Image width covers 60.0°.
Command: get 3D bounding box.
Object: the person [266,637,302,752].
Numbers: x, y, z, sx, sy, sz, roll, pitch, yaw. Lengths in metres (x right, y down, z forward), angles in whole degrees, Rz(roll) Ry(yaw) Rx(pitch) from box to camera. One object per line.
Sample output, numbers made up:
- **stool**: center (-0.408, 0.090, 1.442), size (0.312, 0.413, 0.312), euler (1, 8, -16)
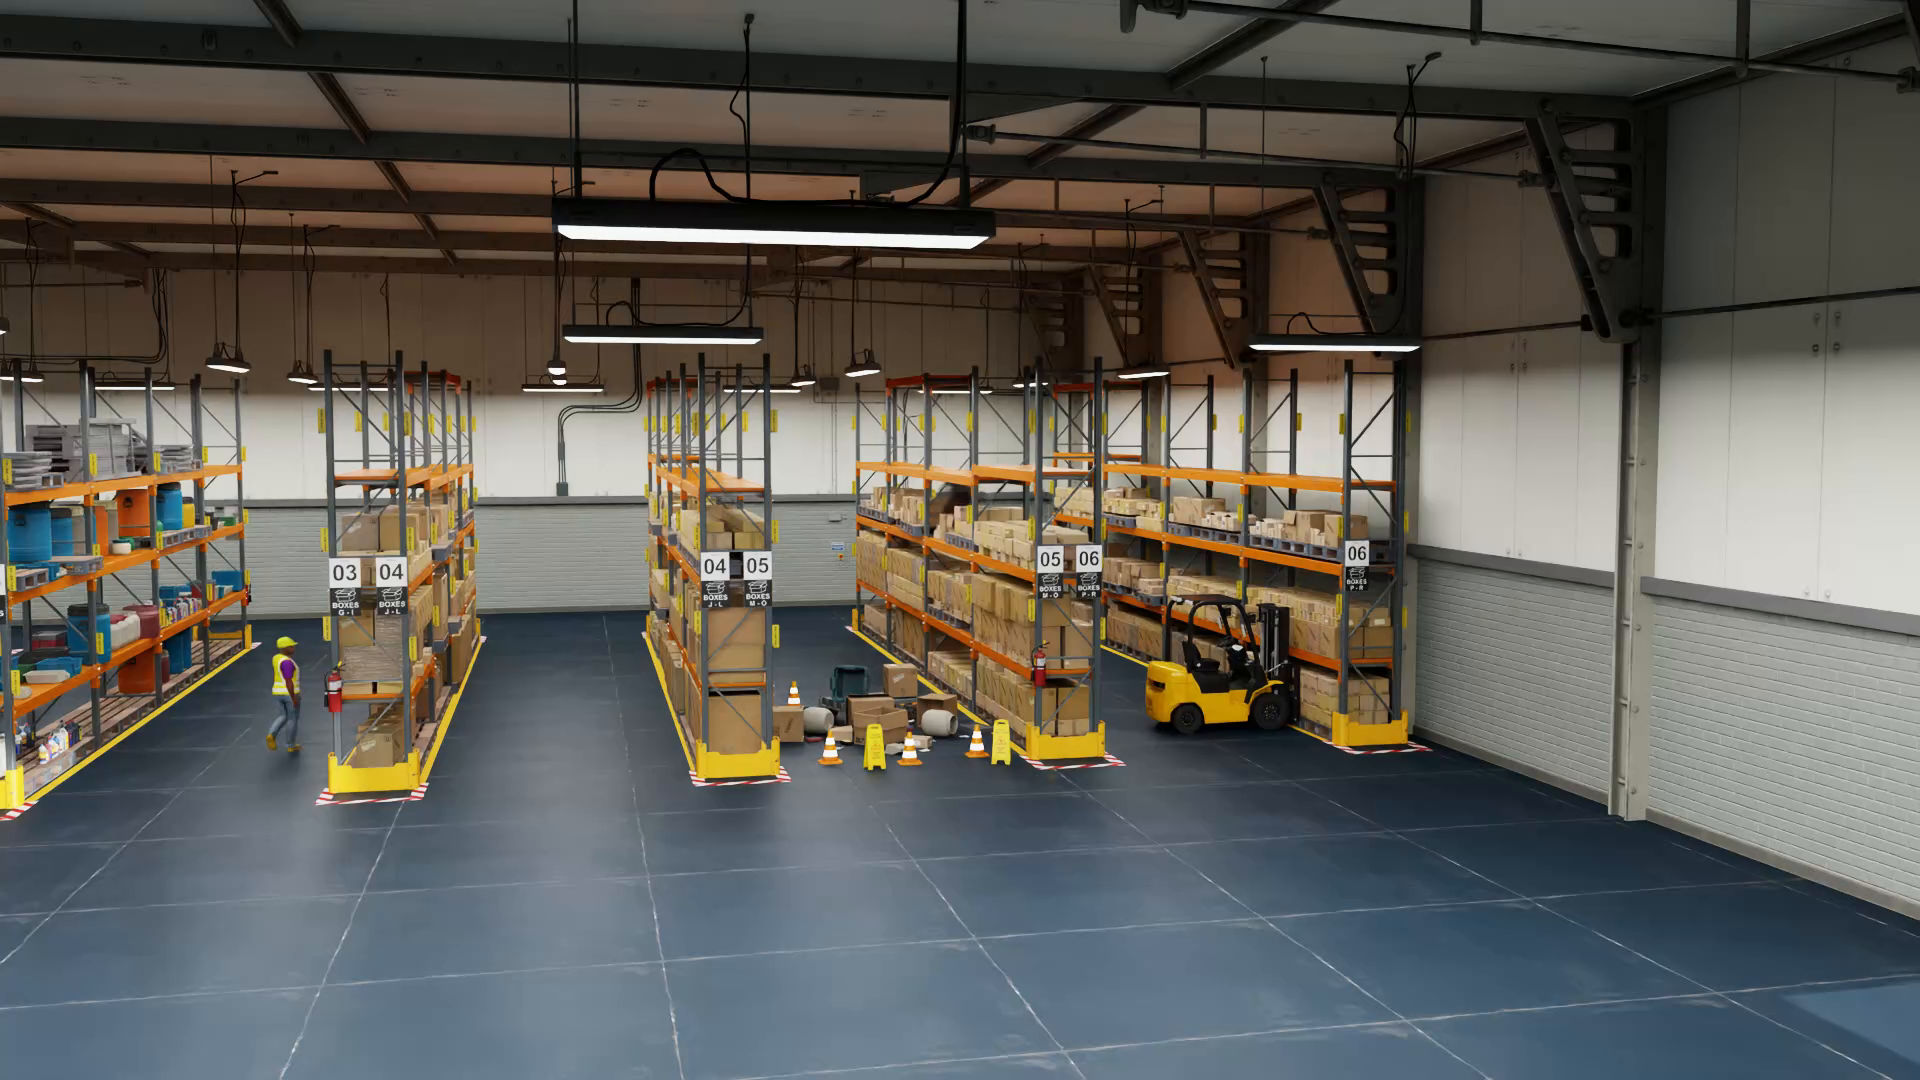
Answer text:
- **person**: center (-10.286, 2.351, 25.285), size (0.546, 1.759, 0.602), euler (2, 4, 21)
